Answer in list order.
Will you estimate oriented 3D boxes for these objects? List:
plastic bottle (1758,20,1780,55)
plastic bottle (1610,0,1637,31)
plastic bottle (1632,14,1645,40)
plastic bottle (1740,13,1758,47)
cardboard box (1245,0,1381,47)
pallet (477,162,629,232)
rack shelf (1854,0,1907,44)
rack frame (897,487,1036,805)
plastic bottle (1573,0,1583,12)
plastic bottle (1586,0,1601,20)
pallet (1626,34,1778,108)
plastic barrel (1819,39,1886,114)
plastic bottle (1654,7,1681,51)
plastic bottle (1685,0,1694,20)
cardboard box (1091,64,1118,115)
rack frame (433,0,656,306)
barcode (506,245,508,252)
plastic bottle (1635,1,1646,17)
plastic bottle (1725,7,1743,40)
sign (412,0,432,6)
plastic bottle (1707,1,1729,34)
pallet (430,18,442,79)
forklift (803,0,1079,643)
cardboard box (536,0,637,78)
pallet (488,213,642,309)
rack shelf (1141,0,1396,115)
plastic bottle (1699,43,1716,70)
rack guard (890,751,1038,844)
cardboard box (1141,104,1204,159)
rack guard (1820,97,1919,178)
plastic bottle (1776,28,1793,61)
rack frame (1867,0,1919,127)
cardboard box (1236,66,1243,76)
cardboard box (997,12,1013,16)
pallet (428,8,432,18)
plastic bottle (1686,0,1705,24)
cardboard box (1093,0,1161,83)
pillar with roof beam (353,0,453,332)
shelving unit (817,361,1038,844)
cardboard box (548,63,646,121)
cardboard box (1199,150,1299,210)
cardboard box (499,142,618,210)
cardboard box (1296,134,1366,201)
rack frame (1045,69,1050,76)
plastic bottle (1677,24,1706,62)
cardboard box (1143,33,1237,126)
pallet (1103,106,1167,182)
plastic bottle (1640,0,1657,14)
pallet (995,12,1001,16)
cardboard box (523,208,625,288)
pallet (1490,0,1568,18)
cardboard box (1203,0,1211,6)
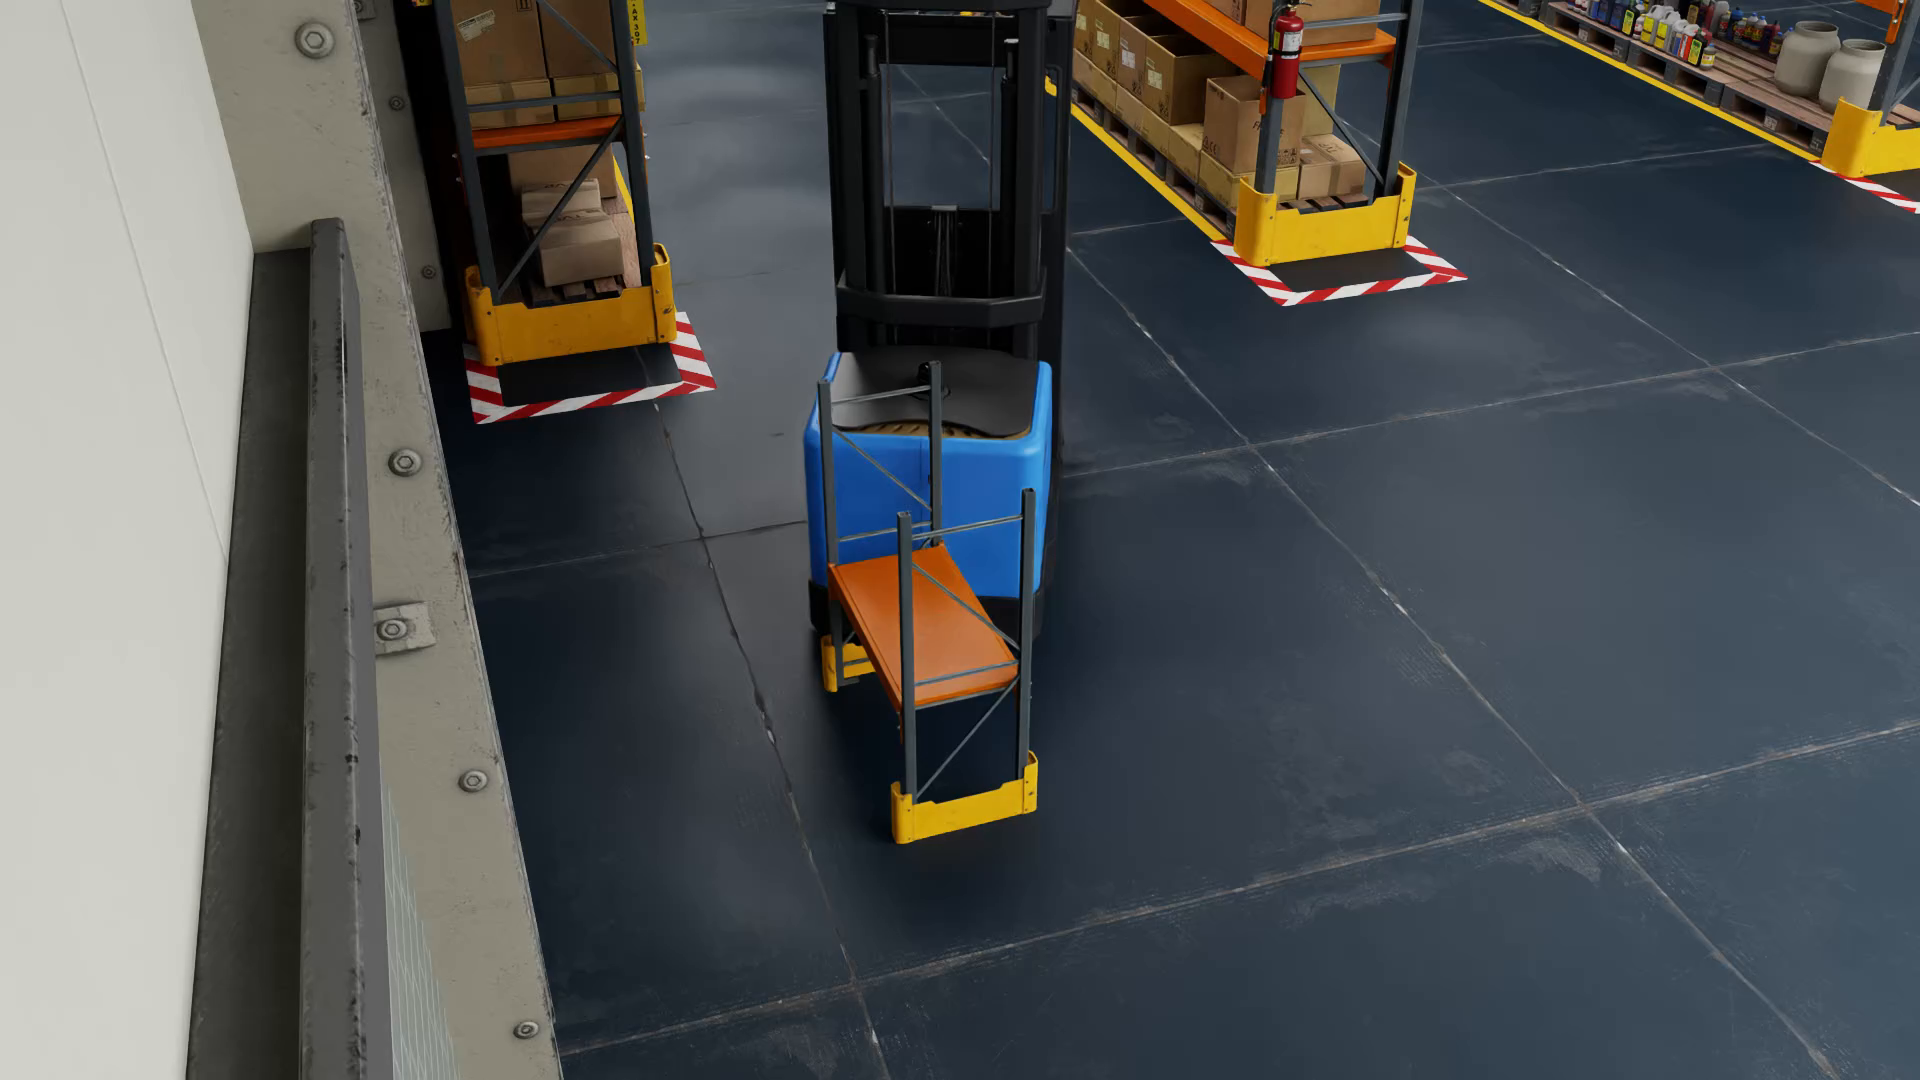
[{"bbox_3d":[6.837,-4.256,14.035,0.061,0.283,0.133,-9,35,-14],"label":"plastic bottle"},{"bbox_3d":[5.834,-4.665,14.593,0.144,0.351,0.185,-11,35,-17],"label":"plastic bottle"},{"bbox_3d":[5.898,-4.450,14.403,0.097,0.201,0.097,0,33,0],"label":"plastic bottle"},{"bbox_3d":[6.754,-4.362,14.205,0.097,0.271,0.097,0,33,0],"label":"plastic bottle"},{"bbox_3d":[2.297,-3.538,10.792,0.700,0.500,0.500,-10,35,-15],"label":"cardboard box"},{"bbox_3d":[-2.895,-2.362,11.633,1.003,0.211,1.213,-10,35,-15],"label":"pallet"},{"bbox_3d":[6.535,-4.829,13.490,1.077,0.370,4.000,-10,35,-15],"label":"rack shelf"},{"bbox_3d":[0.025,0.495,6.141,0.500,1.500,0.032,-11,35,-16],"label":"rack frame"},{"bbox_3d":[5.636,-4.901,15.086,0.097,0.201,0.097,0,33,0],"label":"plastic bottle"},{"bbox_3d":[5.730,-4.821,14.896,0.152,0.276,0.135,-9,34,-13],"label":"plastic bottle"},{"bbox_3d":[6.466,-4.015,14.135,1.003,0.211,1.213,-10,35,-15],"label":"pallet"},{"bbox_3d":[6.872,-3.549,12.776,0.421,0.512,0.421,0,33,0],"label":"plastic barrel"},{"bbox_3d":[6.020,-4.345,14.108,0.144,0.351,0.185,-9,34,-13],"label":"plastic bottle"},{"bbox_3d":[6.544,-4.761,14.799,0.061,0.283,0.133,-8,34,-12],"label":"plastic bottle"},{"bbox_3d":[1.355,-3.555,13.023,0.500,0.250,0.500,-10,35,-15],"label":"cardboard box"},{"bbox_3d":[-2.290,-2.414,9.182,1.000,3.000,0.127,-10,35,-15],"label":"rack frame"},{"bbox_3d":[-2.801,-1.800,10.284,0.001,0.075,0.075,-10,35,-15],"label":"barcode"},{"bbox_3d":[5.914,-4.561,14.508,0.097,0.271,0.097,0,33,0],"label":"plastic bottle"},{"bbox_3d":[6.692,-4.468,14.366,0.097,0.271,0.097,0,33,0],"label":"plastic bottle"},{"bbox_3d":[-2.824,-2.946,8.650,0.100,0.325,0.005,-10,35,-15],"label":"sign"},{"bbox_3d":[6.599,-4.581,14.533,0.152,0.276,0.135,-9,35,-14],"label":"plastic bottle"},{"bbox_3d":[-4.124,-4.400,14.718,1.003,0.211,1.213,-10,35,-15],"label":"pallet"},{"bbox_3d":[-0.026,-1.555,7.945,1.130,2.935,3.031,3,34,4],"label":"forklift"},{"bbox_3d":[-2.149,-2.973,9.467,0.500,0.500,0.500,-10,35,-15],"label":"cardboard box"},{"bbox_3d":[-2.527,-1.723,10.665,1.003,0.211,1.213,-10,35,-15],"label":"pallet"},{"bbox_3d":[1.817,-3.998,12.233,1.077,0.370,4.000,-10,35,-15],"label":"rack shelf"},{"bbox_3d":[6.168,-3.986,13.701,0.097,0.201,0.097,0,33,0],"label":"plastic bottle"},{"bbox_3d":[0.018,1.006,6.501,0.587,0.250,0.087,-11,35,-16],"label":"rack guard"},{"bbox_3d":[1.664,-3.031,12.230,0.500,0.250,0.500,-10,35,-15],"label":"cardboard box"},{"bbox_3d":[7.077,-3.069,12.440,1.175,0.500,0.348,-10,35,-15],"label":"rack guard"},{"bbox_3d":[6.889,-4.129,13.854,0.097,0.271,0.097,0,33,0],"label":"plastic bottle"},{"bbox_3d":[7.145,-4.080,11.703,1.000,3.000,0.127,-10,35,-15],"label":"rack frame"},{"bbox_3d":[2.156,-3.431,12.154,0.500,0.500,0.500,-10,35,-15],"label":"cardboard box"},{"bbox_3d":[0.652,-4.812,14.924,0.500,0.250,0.500,-11,35,-15],"label":"cardboard box"},{"bbox_3d":[-4.493,-5.040,15.686,1.003,0.211,1.213,-10,35,-15],"label":"pallet"},{"bbox_3d":[6.463,-4.639,14.615,0.061,0.283,0.133,-10,35,-15],"label":"plastic bottle"},{"bbox_3d":[1.355,-3.868,12.816,0.500,0.500,0.500,-10,35,-15],"label":"cardboard box"},{"bbox_3d":[0.773,-5.862,8.959,9.100,9.000,0.400,-10,35,-15],"label":"pillar with roof beam"},{"bbox_3d":[-0.148,0.226,6.548,0.587,1.500,1.083,-11,35,-16],"label":"shelving unit"},{"bbox_3d":[-2.136,-2.669,9.686,0.500,0.250,0.500,-11,35,-16],"label":"cardboard box"},{"bbox_3d":[1.982,-2.508,11.438,0.500,0.250,0.500,-10,35,-15],"label":"cardboard box"},{"bbox_3d":[-2.765,-2.625,11.371,0.700,0.500,0.500,-12,35,-18],"label":"cardboard box"},{"bbox_3d":[2.475,-2.596,11.570,0.500,0.250,0.500,-10,35,-15],"label":"cardboard box"},{"bbox_3d":[1.207,-5.349,13.623,1.000,3.000,0.127,-10,35,-15],"label":"rack frame"},{"bbox_3d":[6.117,-4.154,13.887,0.152,0.276,0.135,-10,35,-14],"label":"plastic bottle"},{"bbox_3d":[1.661,-3.344,12.022,0.500,0.500,0.500,-10,35,-15],"label":"cardboard box"},{"bbox_3d":[1.785,-3.119,12.779,1.003,0.211,1.213,-10,35,-15],"label":"pallet"},{"bbox_3d":[6.259,-4.944,15.015,0.144,0.351,0.185,-10,35,-15],"label":"plastic bottle"},{"bbox_3d":[0.945,-4.566,14.968,1.003,0.211,1.213,-10,35,-15],"label":"pallet"},{"bbox_3d":[-2.415,-1.854,10.374,0.500,0.311,0.500,-14,36,-20],"label":"cardboard box"},{"bbox_3d":[5.649,-5.422,16.264,1.003,0.211,1.213,-10,35,-15],"label":"pallet"},{"bbox_3d":[1.986,-4.074,11.604,0.700,0.500,0.500,-10,35,-14],"label":"cardboard box"}]
